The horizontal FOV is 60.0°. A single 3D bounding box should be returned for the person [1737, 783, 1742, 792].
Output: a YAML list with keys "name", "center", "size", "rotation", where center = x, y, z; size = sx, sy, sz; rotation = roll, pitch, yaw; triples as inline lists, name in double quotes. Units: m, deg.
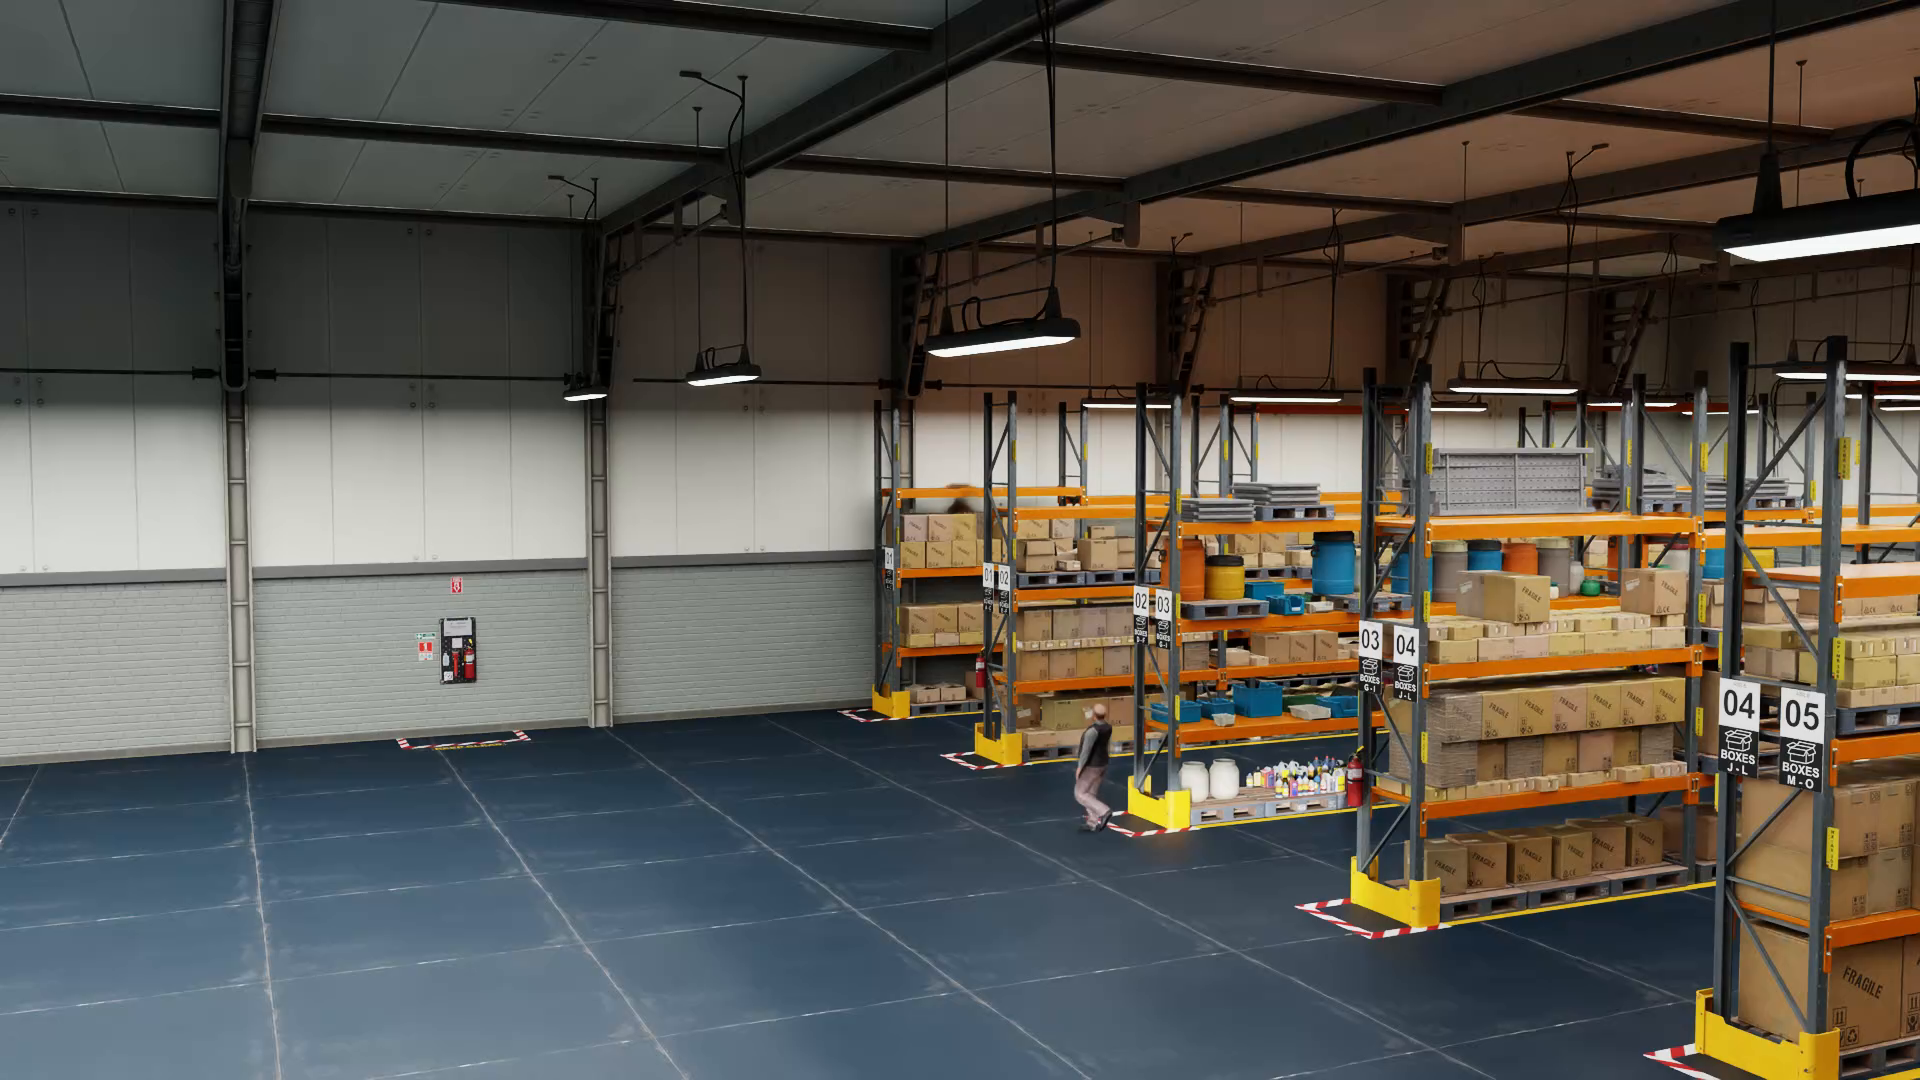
- name: "person"
  center: [11.641, 2.899, 24.519]
  size: [0.490, 1.670, 0.364]
  rotation: [-1, 3, -16]

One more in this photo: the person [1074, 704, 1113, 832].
- name: "person"
  center: [1.796, 3.016, 22.020]
  size: [0.568, 1.709, 0.555]
  rotation: [2, 4, 28]

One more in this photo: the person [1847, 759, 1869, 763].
- name: "person"
  center: [9.897, 3.215, 18.567]
  size: [0.544, 1.803, 0.557]
  rotation: [1, 3, 14]
